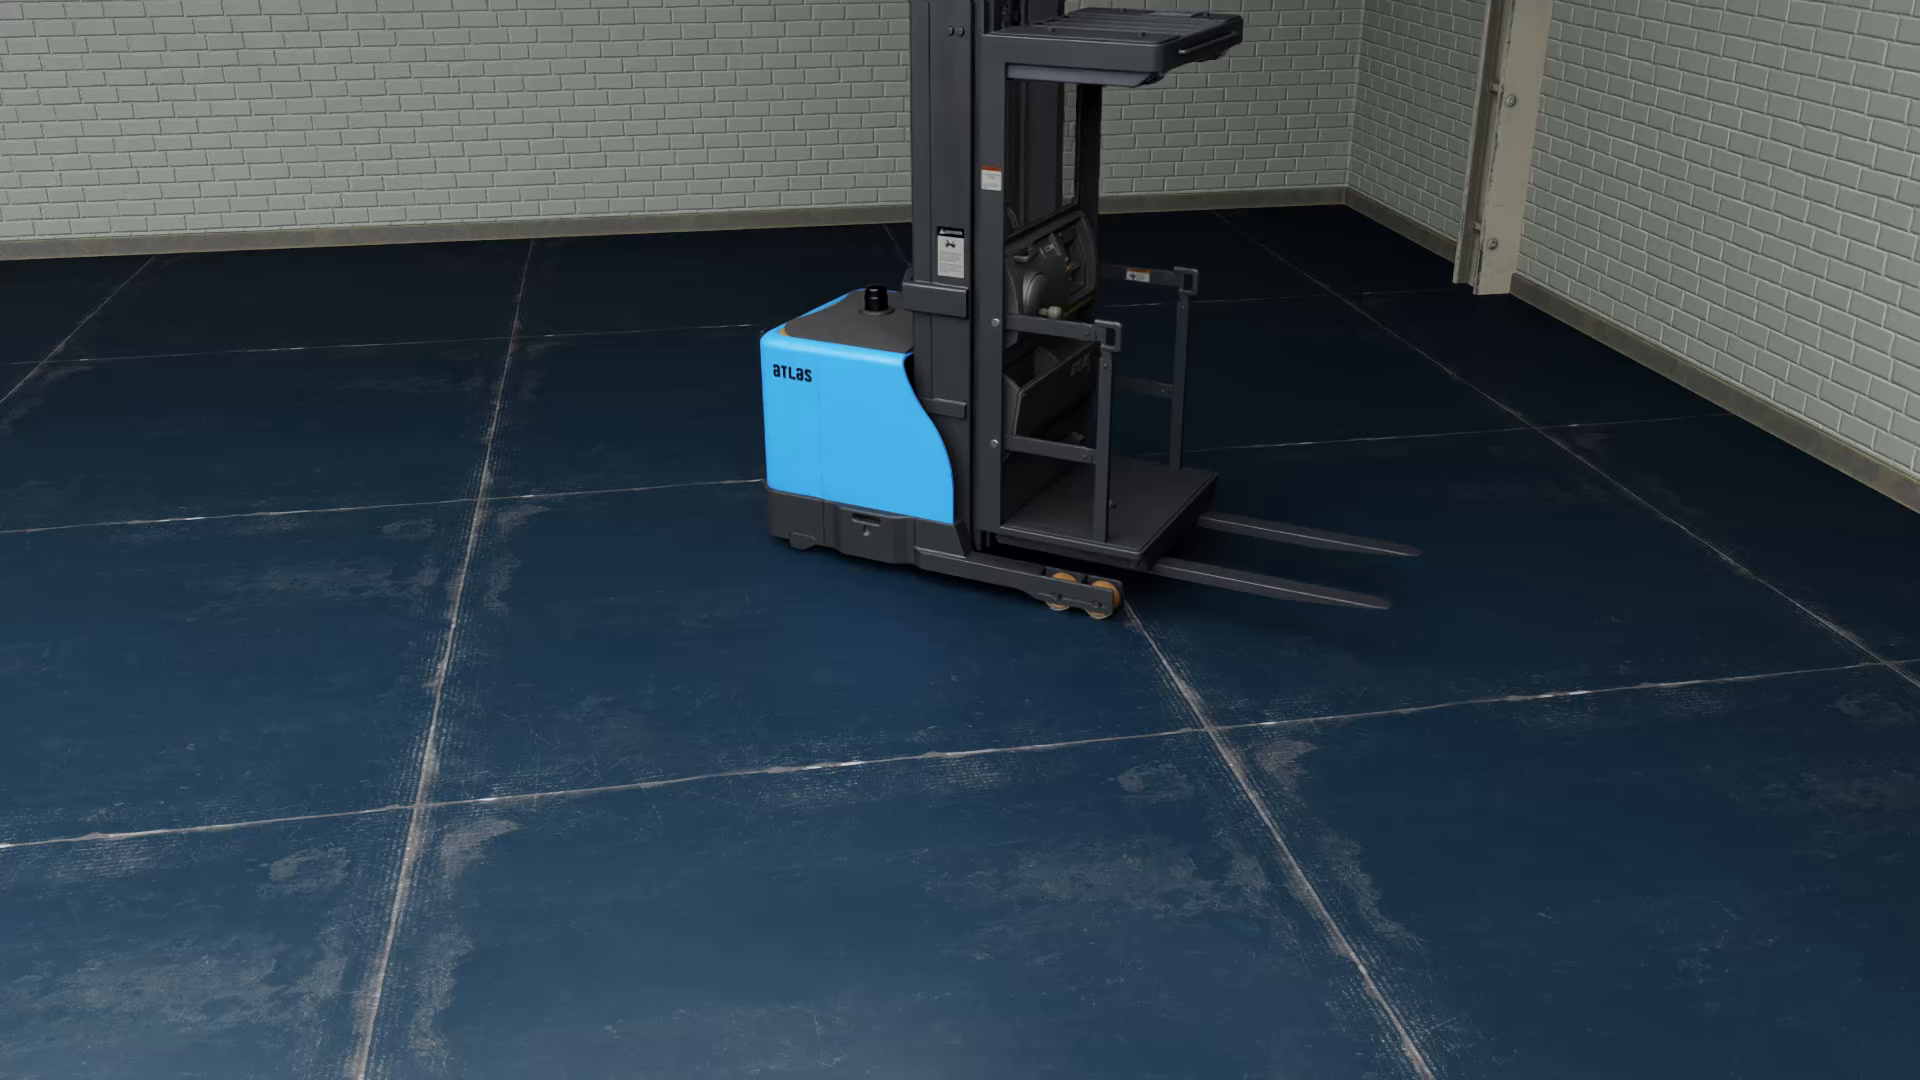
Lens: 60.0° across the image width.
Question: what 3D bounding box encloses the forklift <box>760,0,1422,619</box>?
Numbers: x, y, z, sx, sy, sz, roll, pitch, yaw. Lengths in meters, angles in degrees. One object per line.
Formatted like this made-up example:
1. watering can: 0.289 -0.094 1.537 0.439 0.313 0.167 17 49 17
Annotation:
1. forklift: 0.599 -1.234 7.413 3.031 2.935 1.130 11 26 24

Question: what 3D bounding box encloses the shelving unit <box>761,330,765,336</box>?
1. shelving unit: -0.829 -0.664 8.631 0.210 0.900 0.258 12 26 34

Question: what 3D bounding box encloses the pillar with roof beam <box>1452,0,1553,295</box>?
1. pillar with roof beam: -0.253 -5.730 10.127 9.100 9.000 0.400 -4 24 -10

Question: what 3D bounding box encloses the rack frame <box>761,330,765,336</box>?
1. rack frame: -0.912 -0.681 8.687 0.006 0.900 0.240 12 26 34
